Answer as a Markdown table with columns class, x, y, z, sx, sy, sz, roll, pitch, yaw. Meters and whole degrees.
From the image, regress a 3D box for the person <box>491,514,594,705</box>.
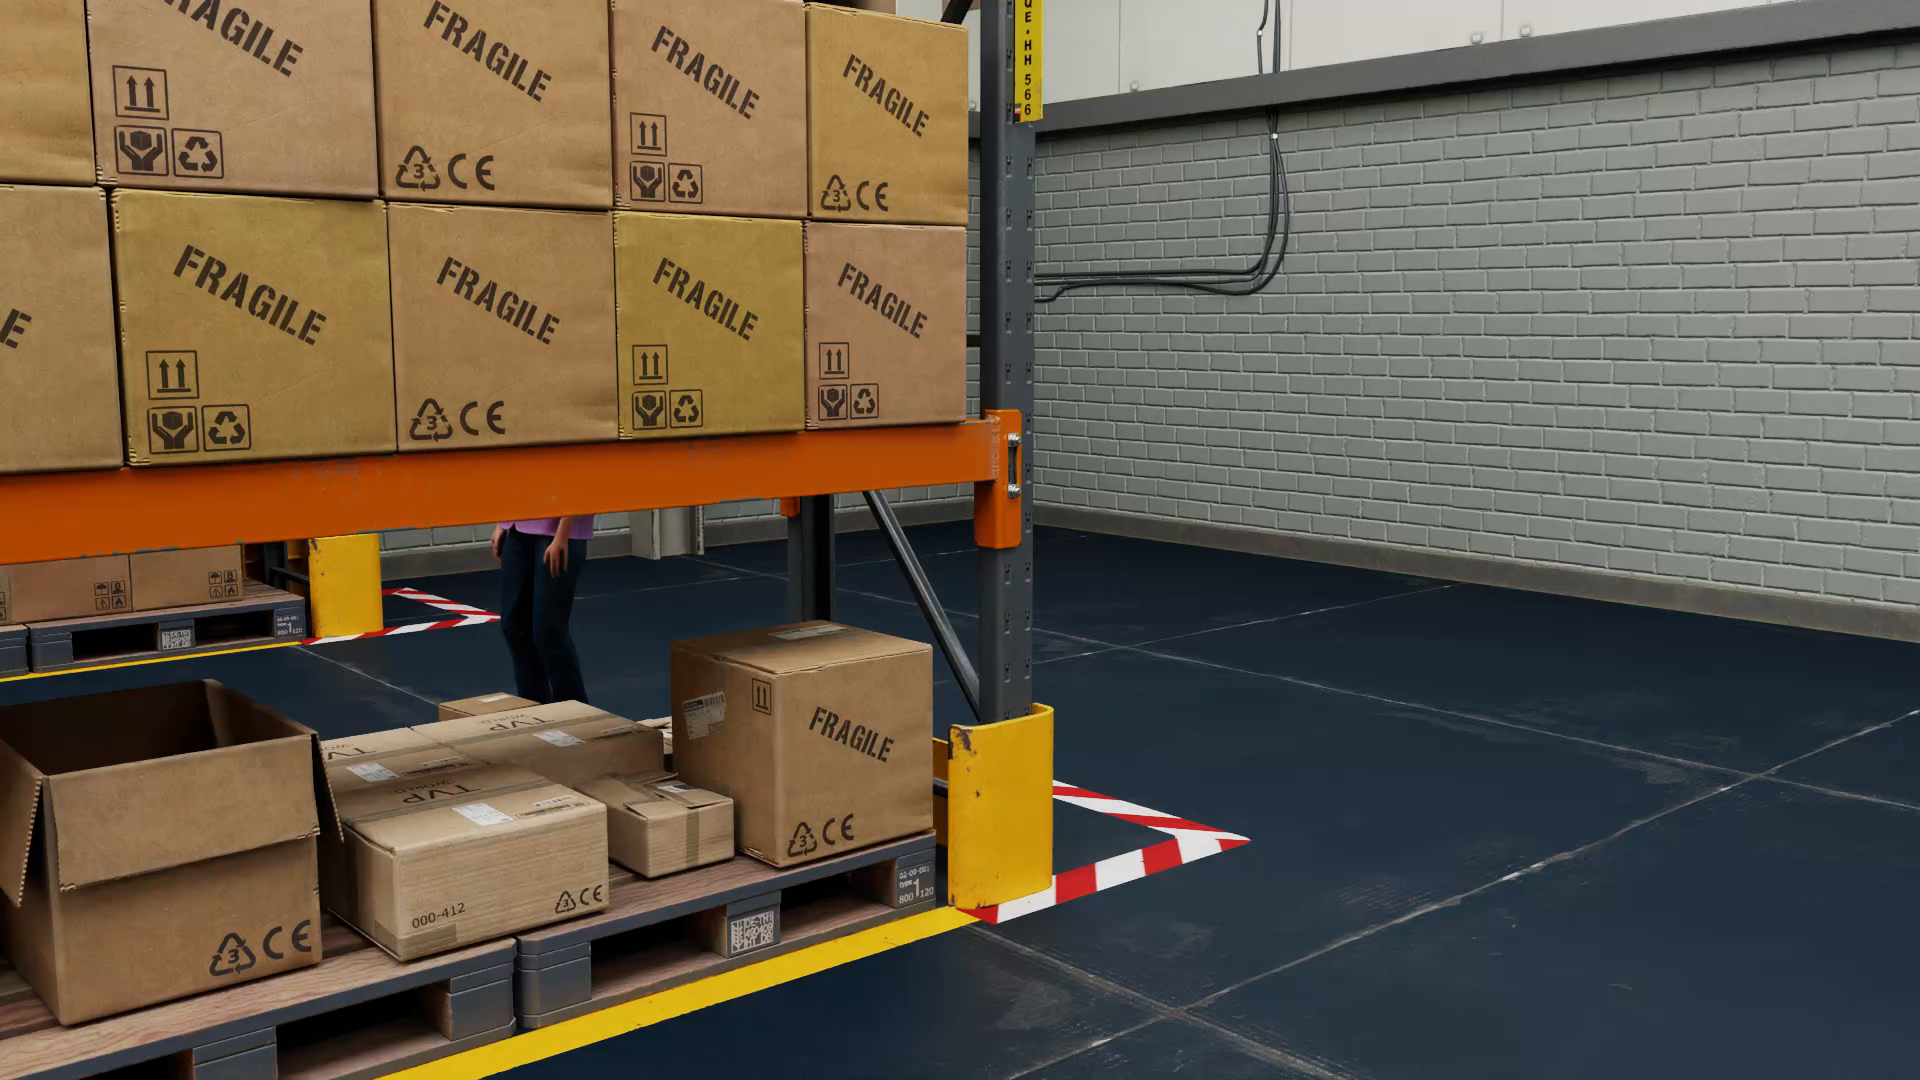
| class | x | y | z | sx | sy | sz | roll | pitch | yaw |
| --- | --- | --- | --- | --- | --- | --- | --- | --- | --- |
| person | -1.480 | 0.003 | 5.856 | 0.343 | 1.582 | 0.463 | -7 | 11 | -44 |
